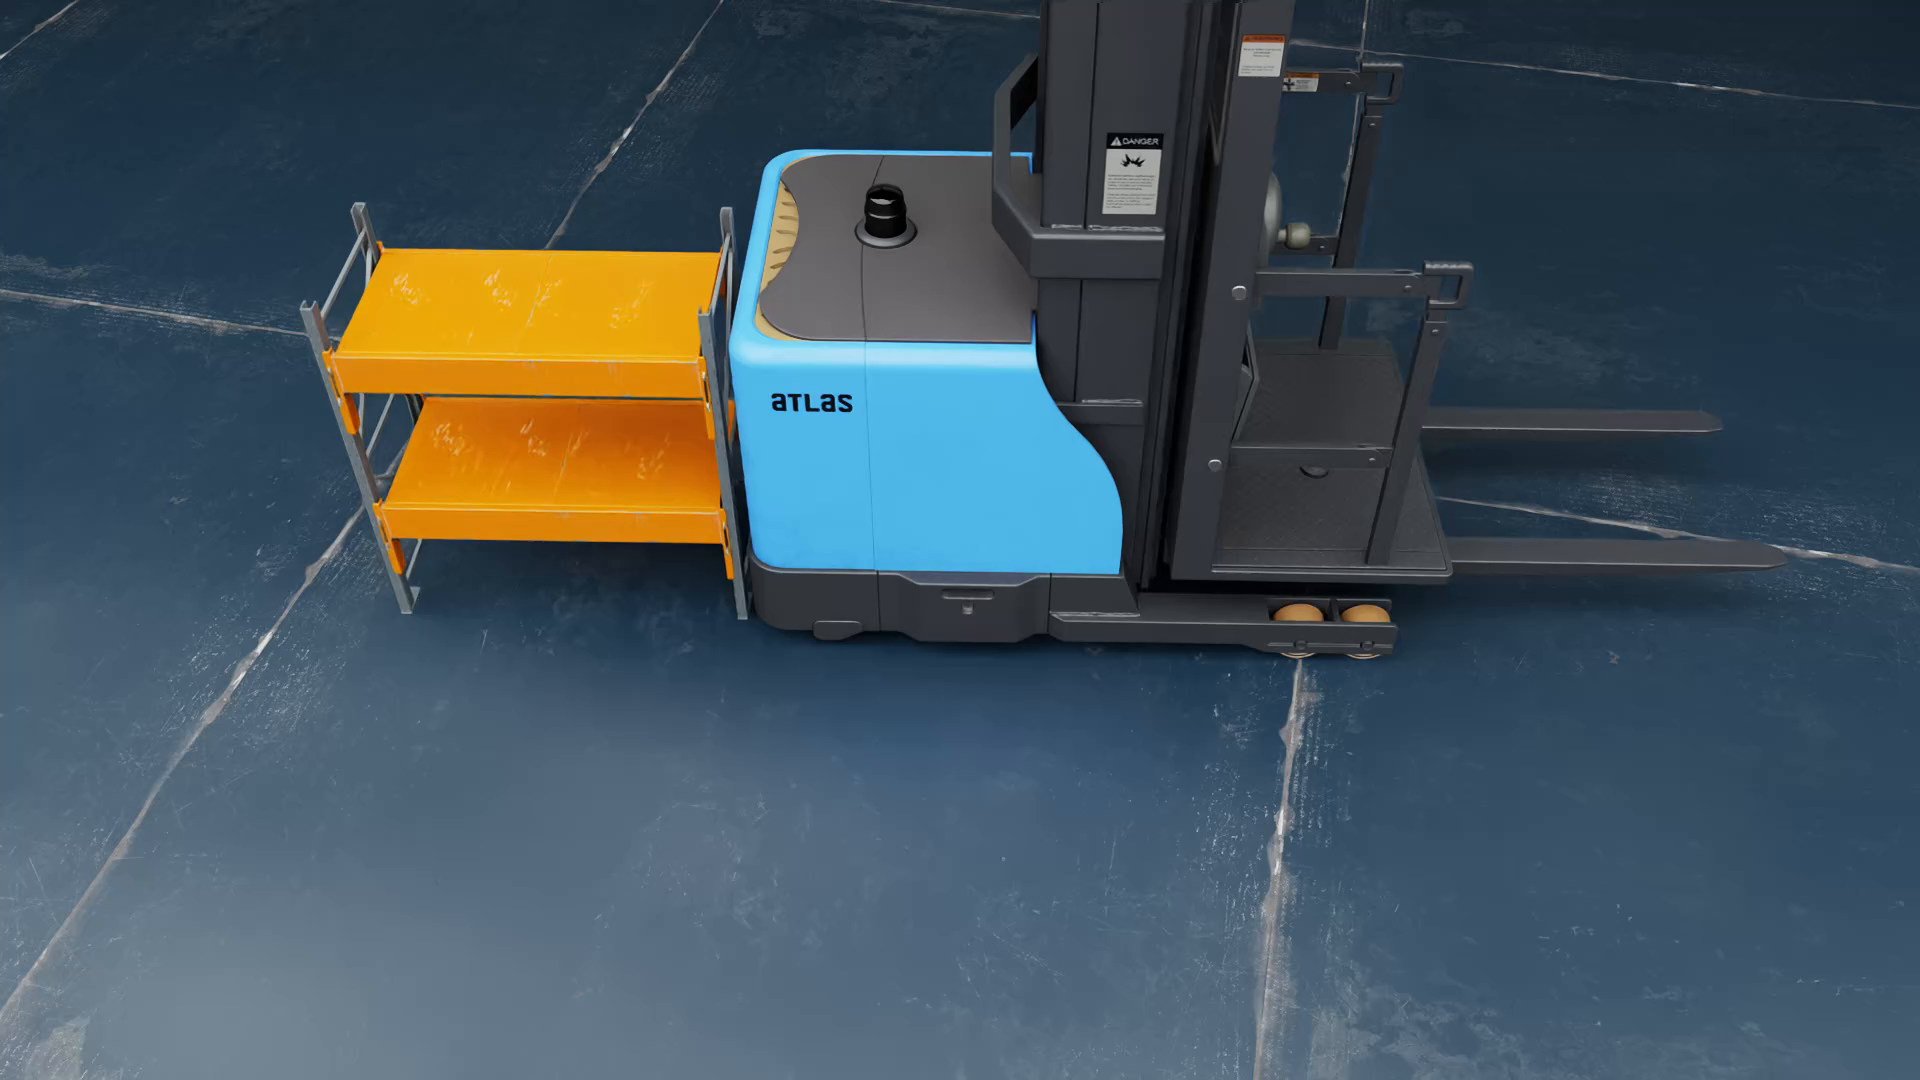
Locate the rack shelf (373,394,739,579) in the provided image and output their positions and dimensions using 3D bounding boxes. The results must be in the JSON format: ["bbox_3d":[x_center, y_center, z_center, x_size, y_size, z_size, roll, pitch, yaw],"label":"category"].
[{"bbox_3d":[-1.155,-0.170,4.968,1.000,0.278,0.538,1,44,1],"label":"rack shelf"}]

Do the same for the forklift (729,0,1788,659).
[{"bbox_3d":[0.914,-1.083,4.261,3.031,2.935,1.130,1,44,1],"label":"forklift"}]

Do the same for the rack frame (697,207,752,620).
[{"bbox_3d":[-0.647,-0.339,4.791,0.032,1.125,0.500,1,44,1],"label":"rack frame"}]

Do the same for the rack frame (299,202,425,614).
[{"bbox_3d":[-1.663,-0.354,4.807,0.032,1.125,0.500,1,44,1],"label":"rack frame"}]

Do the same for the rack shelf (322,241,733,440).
[{"bbox_3d":[-1.155,-0.557,4.596,1.000,0.278,0.538,1,44,1],"label":"rack shelf"}]

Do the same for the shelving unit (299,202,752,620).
[{"bbox_3d":[-1.155,-0.346,4.799,1.048,1.125,0.538,1,44,1],"label":"shelving unit"}]
